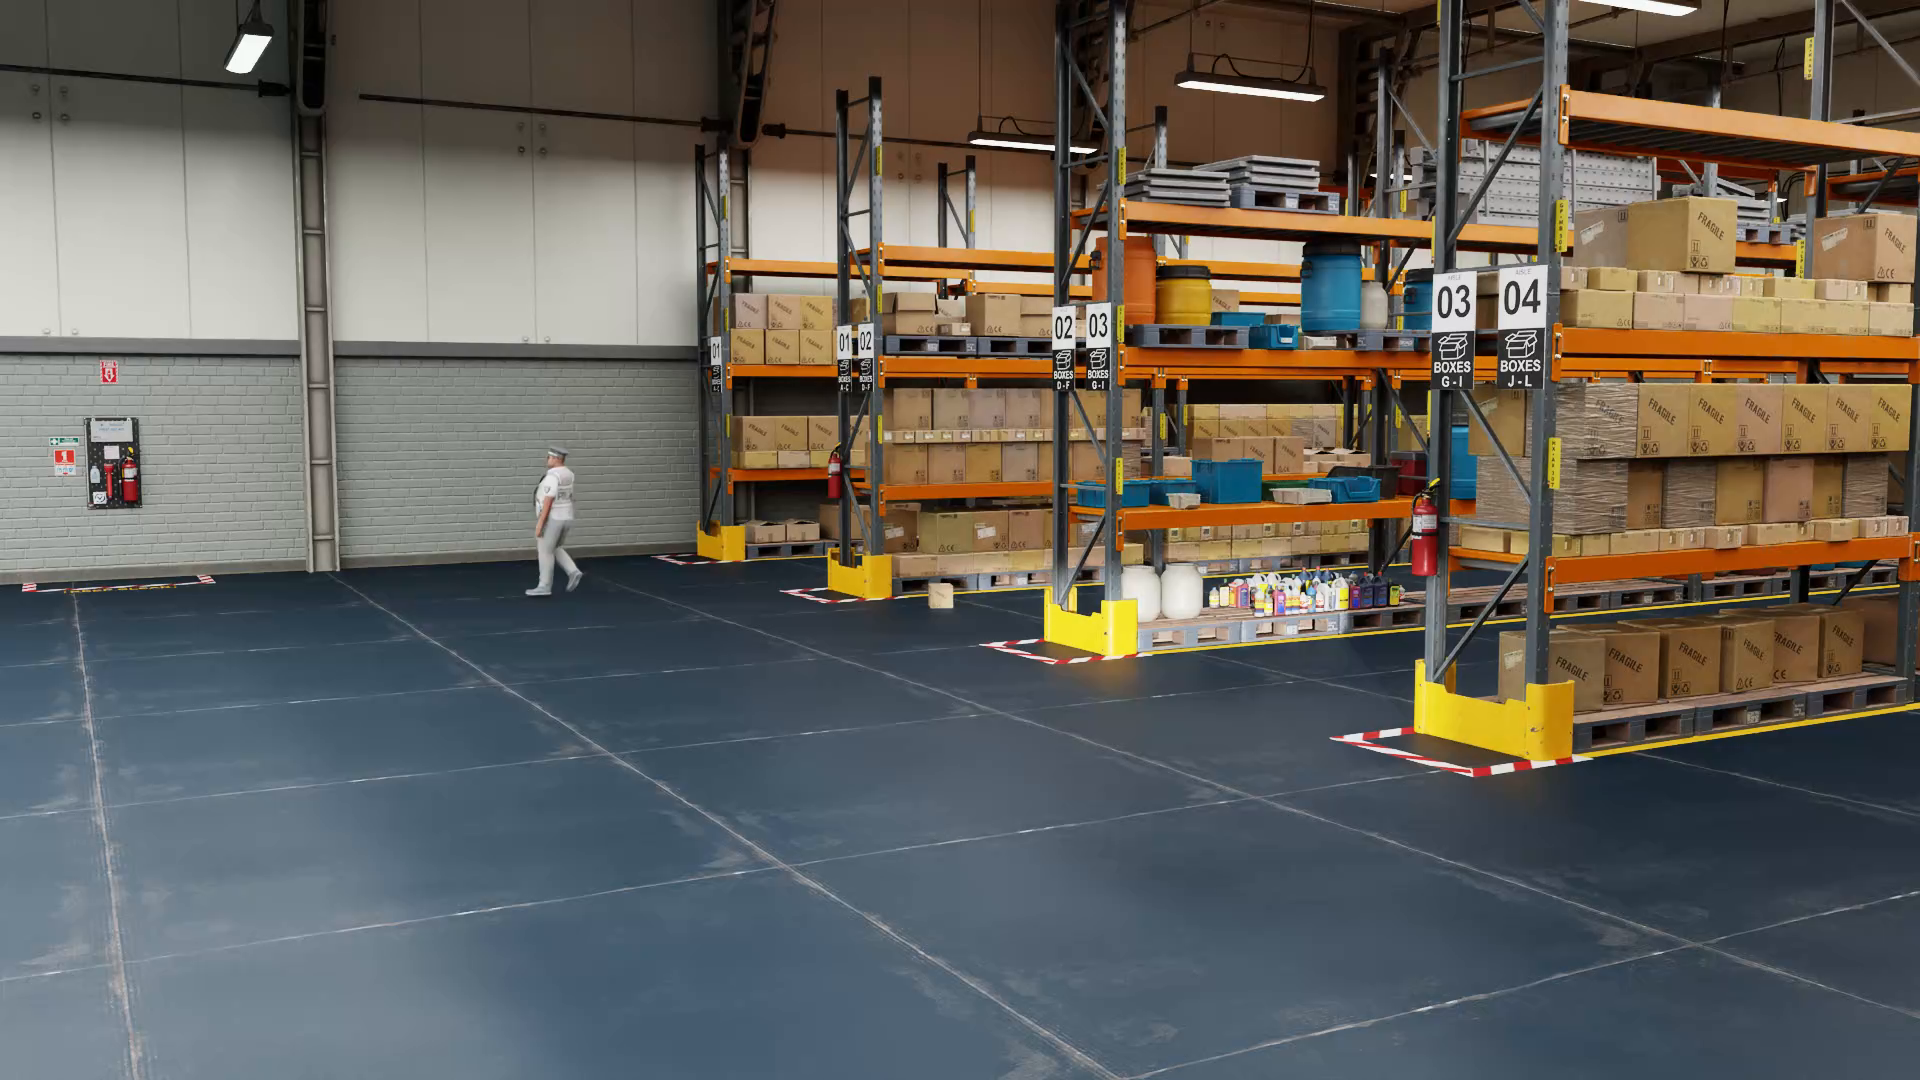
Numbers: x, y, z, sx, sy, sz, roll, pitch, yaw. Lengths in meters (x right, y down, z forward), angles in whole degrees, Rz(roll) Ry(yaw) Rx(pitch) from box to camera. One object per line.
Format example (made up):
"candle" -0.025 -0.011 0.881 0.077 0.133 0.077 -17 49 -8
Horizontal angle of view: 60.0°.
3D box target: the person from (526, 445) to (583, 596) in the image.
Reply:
"person" -4.791 -0.232 19.521 0.614 1.765 0.579 1 5 16
